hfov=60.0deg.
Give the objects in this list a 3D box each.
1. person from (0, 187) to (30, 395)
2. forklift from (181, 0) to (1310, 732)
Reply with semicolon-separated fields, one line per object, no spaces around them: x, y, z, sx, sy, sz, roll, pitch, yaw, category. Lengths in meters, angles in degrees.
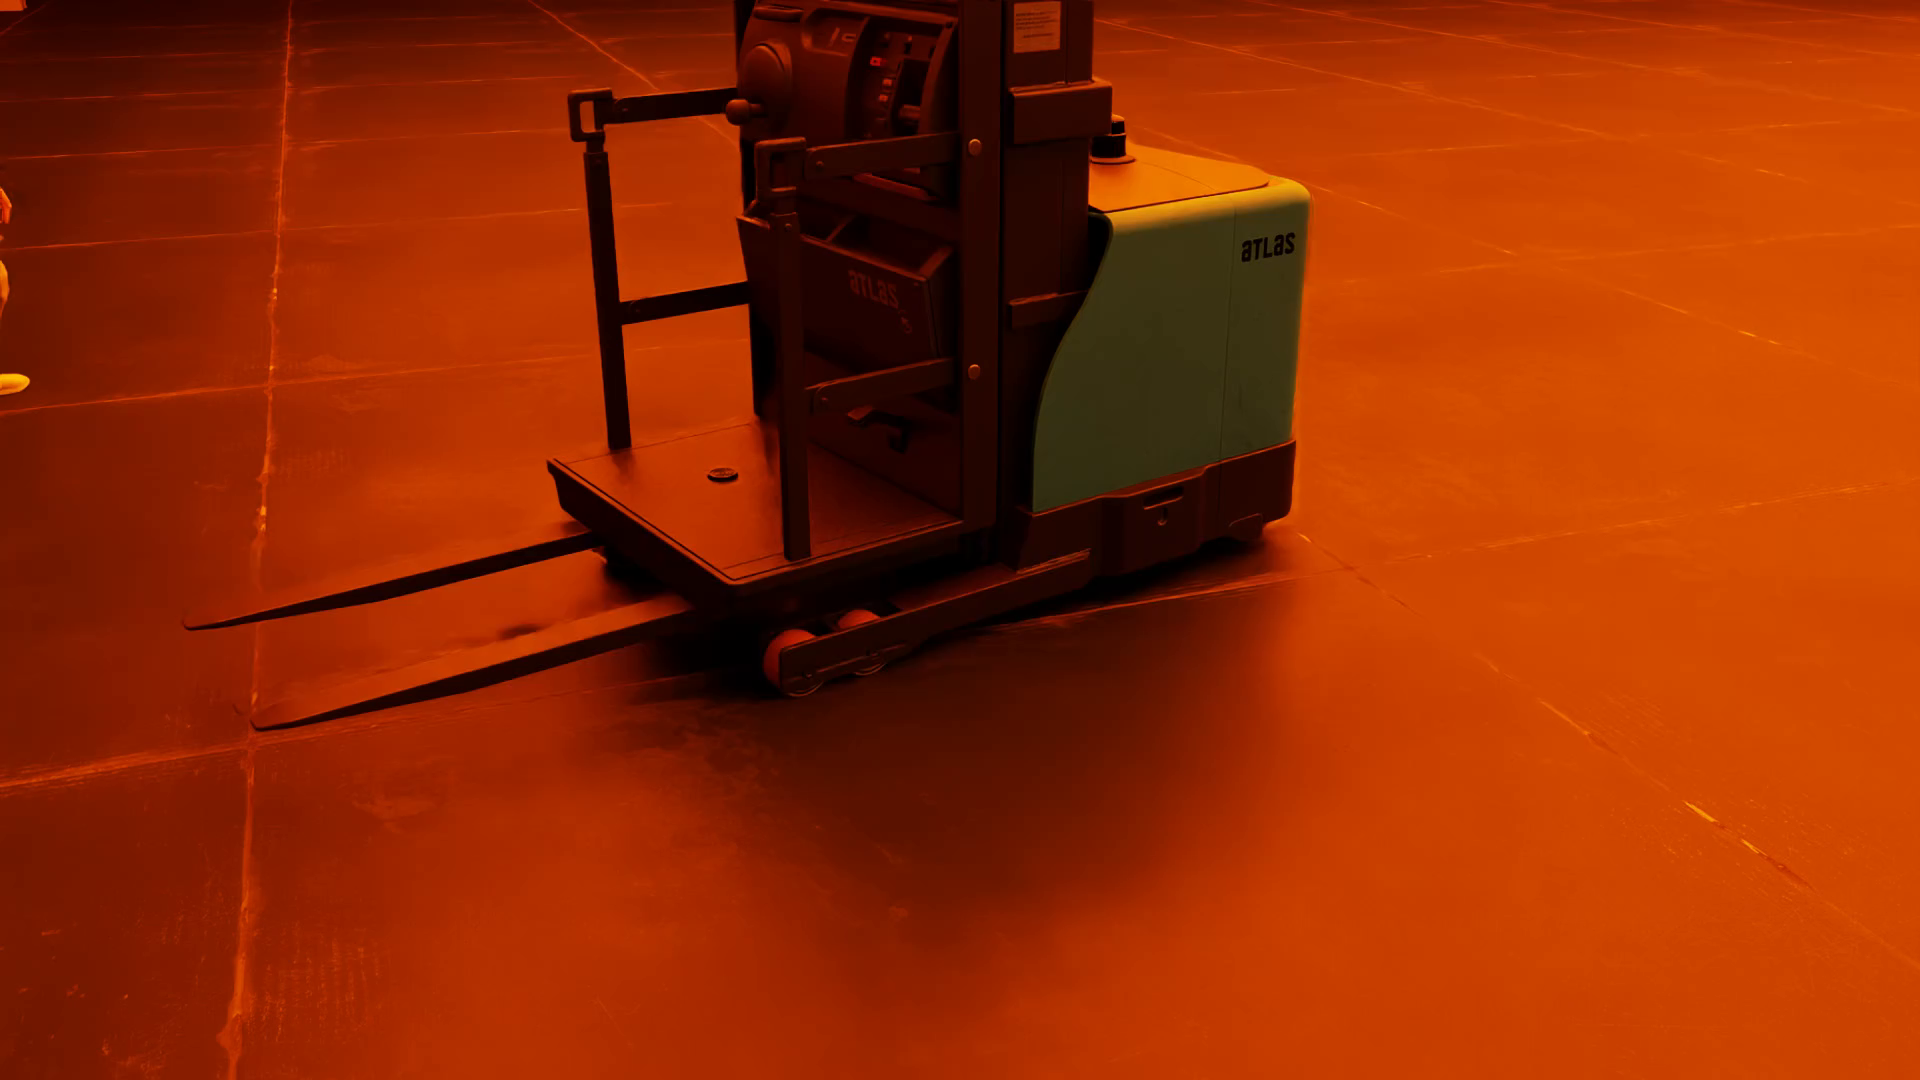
-3.777;-1.203;5.784;0.574;1.684;0.942;7;24;17;person
-0.474;-1.192;4.133;3.031;2.935;1.130;-16;28;-33;forklift
